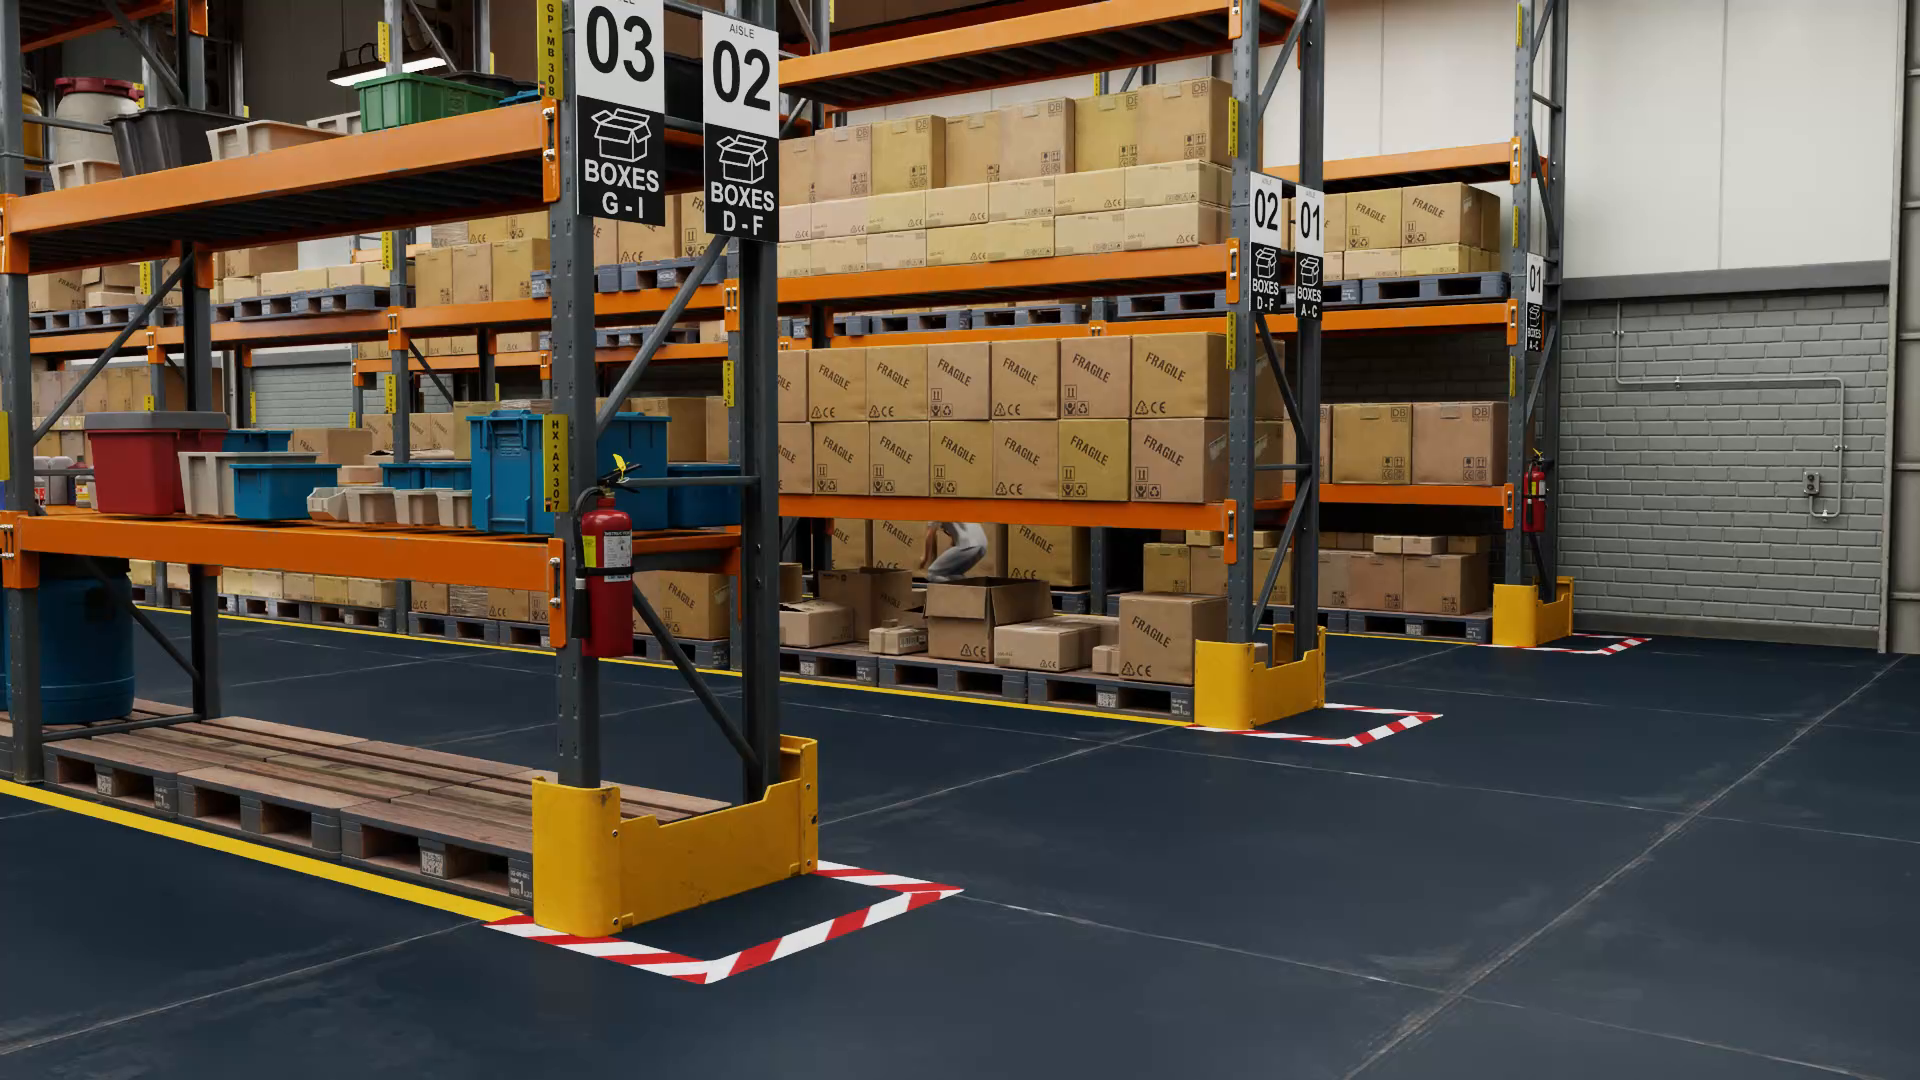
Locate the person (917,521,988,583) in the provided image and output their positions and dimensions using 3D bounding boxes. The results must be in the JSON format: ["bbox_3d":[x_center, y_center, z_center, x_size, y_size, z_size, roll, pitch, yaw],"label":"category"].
[{"bbox_3d":[-0.087,0.096,15.732,0.683,1.304,0.493,2,4,36],"label":"person"}]
